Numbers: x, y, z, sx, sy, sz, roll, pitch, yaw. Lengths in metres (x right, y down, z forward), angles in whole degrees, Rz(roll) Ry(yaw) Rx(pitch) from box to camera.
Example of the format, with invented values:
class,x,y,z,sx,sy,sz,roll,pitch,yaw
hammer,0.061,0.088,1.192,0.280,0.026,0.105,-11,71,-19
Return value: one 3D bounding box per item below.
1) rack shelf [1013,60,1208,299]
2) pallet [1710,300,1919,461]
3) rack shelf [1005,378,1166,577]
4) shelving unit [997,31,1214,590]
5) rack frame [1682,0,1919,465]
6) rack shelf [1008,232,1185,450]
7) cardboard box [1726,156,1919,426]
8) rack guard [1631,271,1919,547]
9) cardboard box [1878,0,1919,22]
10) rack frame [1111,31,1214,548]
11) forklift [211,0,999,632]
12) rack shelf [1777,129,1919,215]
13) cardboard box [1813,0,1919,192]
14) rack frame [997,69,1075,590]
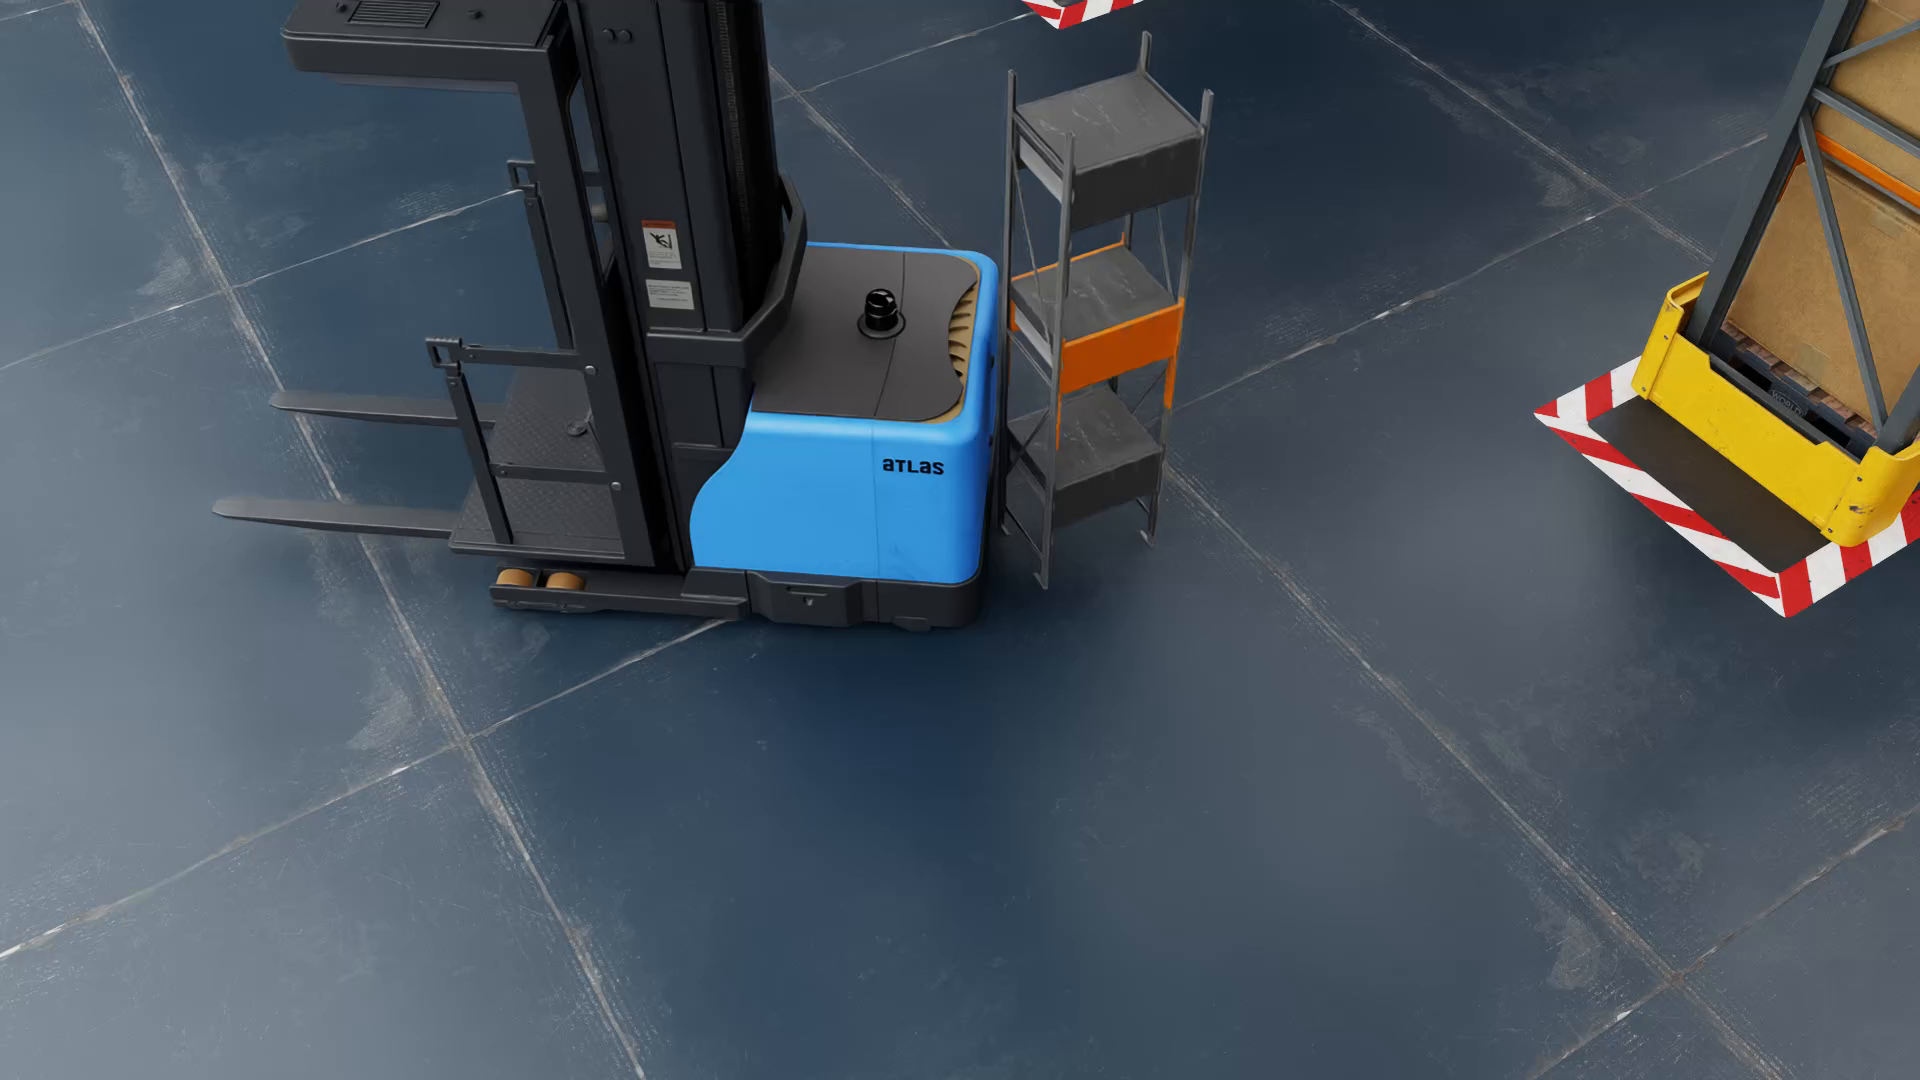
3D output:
class,x,y,z,sx,sy,sz,roll,pitch,yaw
rack shelf,0.465,-1.175,5.417,0.480,0.518,0.431,-21,52,-18
pallet,4.034,-0.837,7.299,1.213,0.211,1.003,-25,53,-21
rack shelf,0.465,-0.244,6.462,0.480,0.518,0.431,-21,52,-18
shelving unit,0.465,-0.719,5.929,0.503,2.100,0.431,-21,52,-18
rack frame,3.399,-1.396,5.930,0.127,3.000,1.000,-25,53,-21
rack shelf,0.465,-0.710,5.940,0.480,0.518,0.431,-21,52,-18
cardboard box,3.937,-1.141,6.845,0.875,0.875,0.875,-25,53,-21
rack guard,3.379,-0.555,6.855,0.348,0.500,1.175,-25,53,-21
cardboard box,3.734,-1.929,5.581,0.550,0.550,0.875,-25,53,-21
rack frame,0.682,-0.801,6.003,0.015,2.100,0.400,-21,52,-18
forklift,-1.390,-1.082,5.697,3.031,2.935,1.130,4,48,3
rack shelf,5.091,-1.954,6.909,4.000,0.370,1.077,-25,53,-21
cardboard box,3.689,-1.623,6.031,0.550,0.550,0.875,-25,53,-21
rack frame,0.247,-0.636,5.856,0.015,2.100,0.400,-21,52,-18
